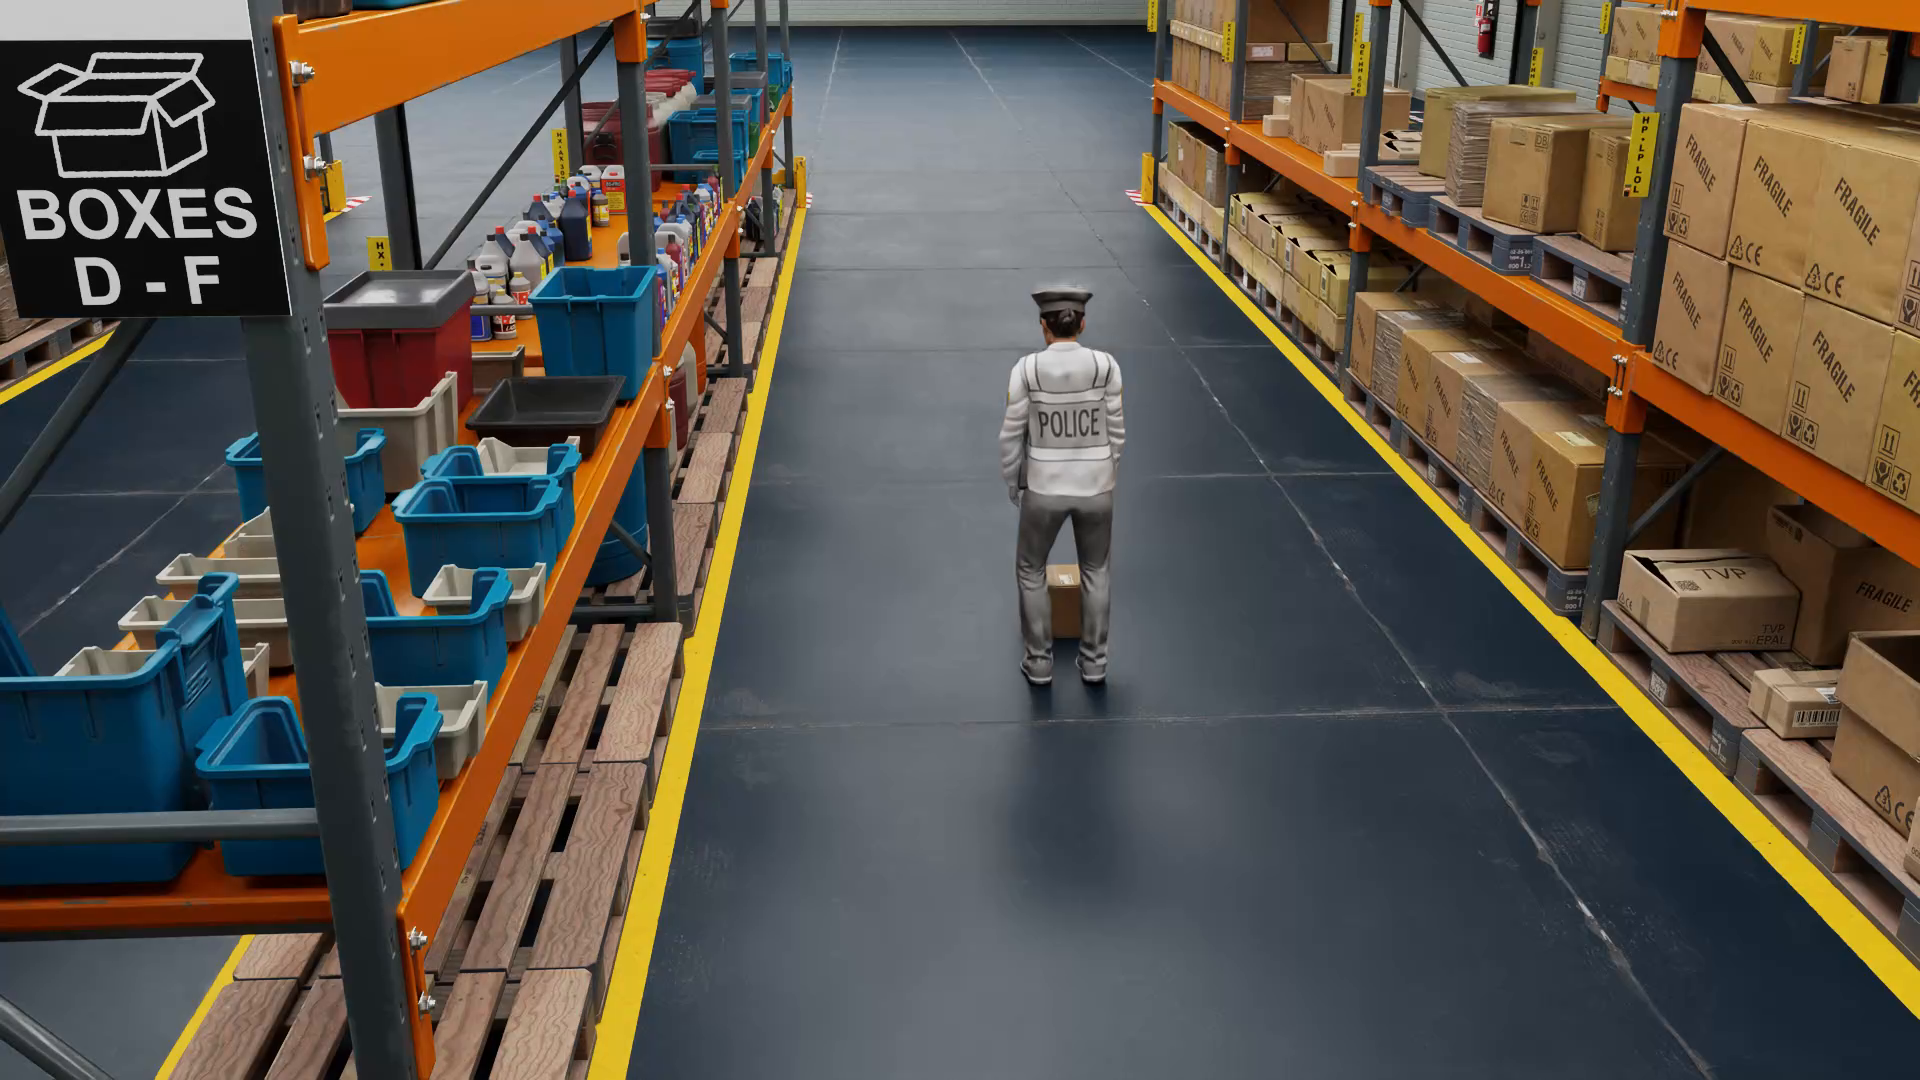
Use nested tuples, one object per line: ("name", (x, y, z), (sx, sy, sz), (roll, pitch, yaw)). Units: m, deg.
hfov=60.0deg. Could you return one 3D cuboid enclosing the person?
("person", (0.404, -0.202, 6.690), (0.500, 1.627, 0.446), (-1, 21, -2))
